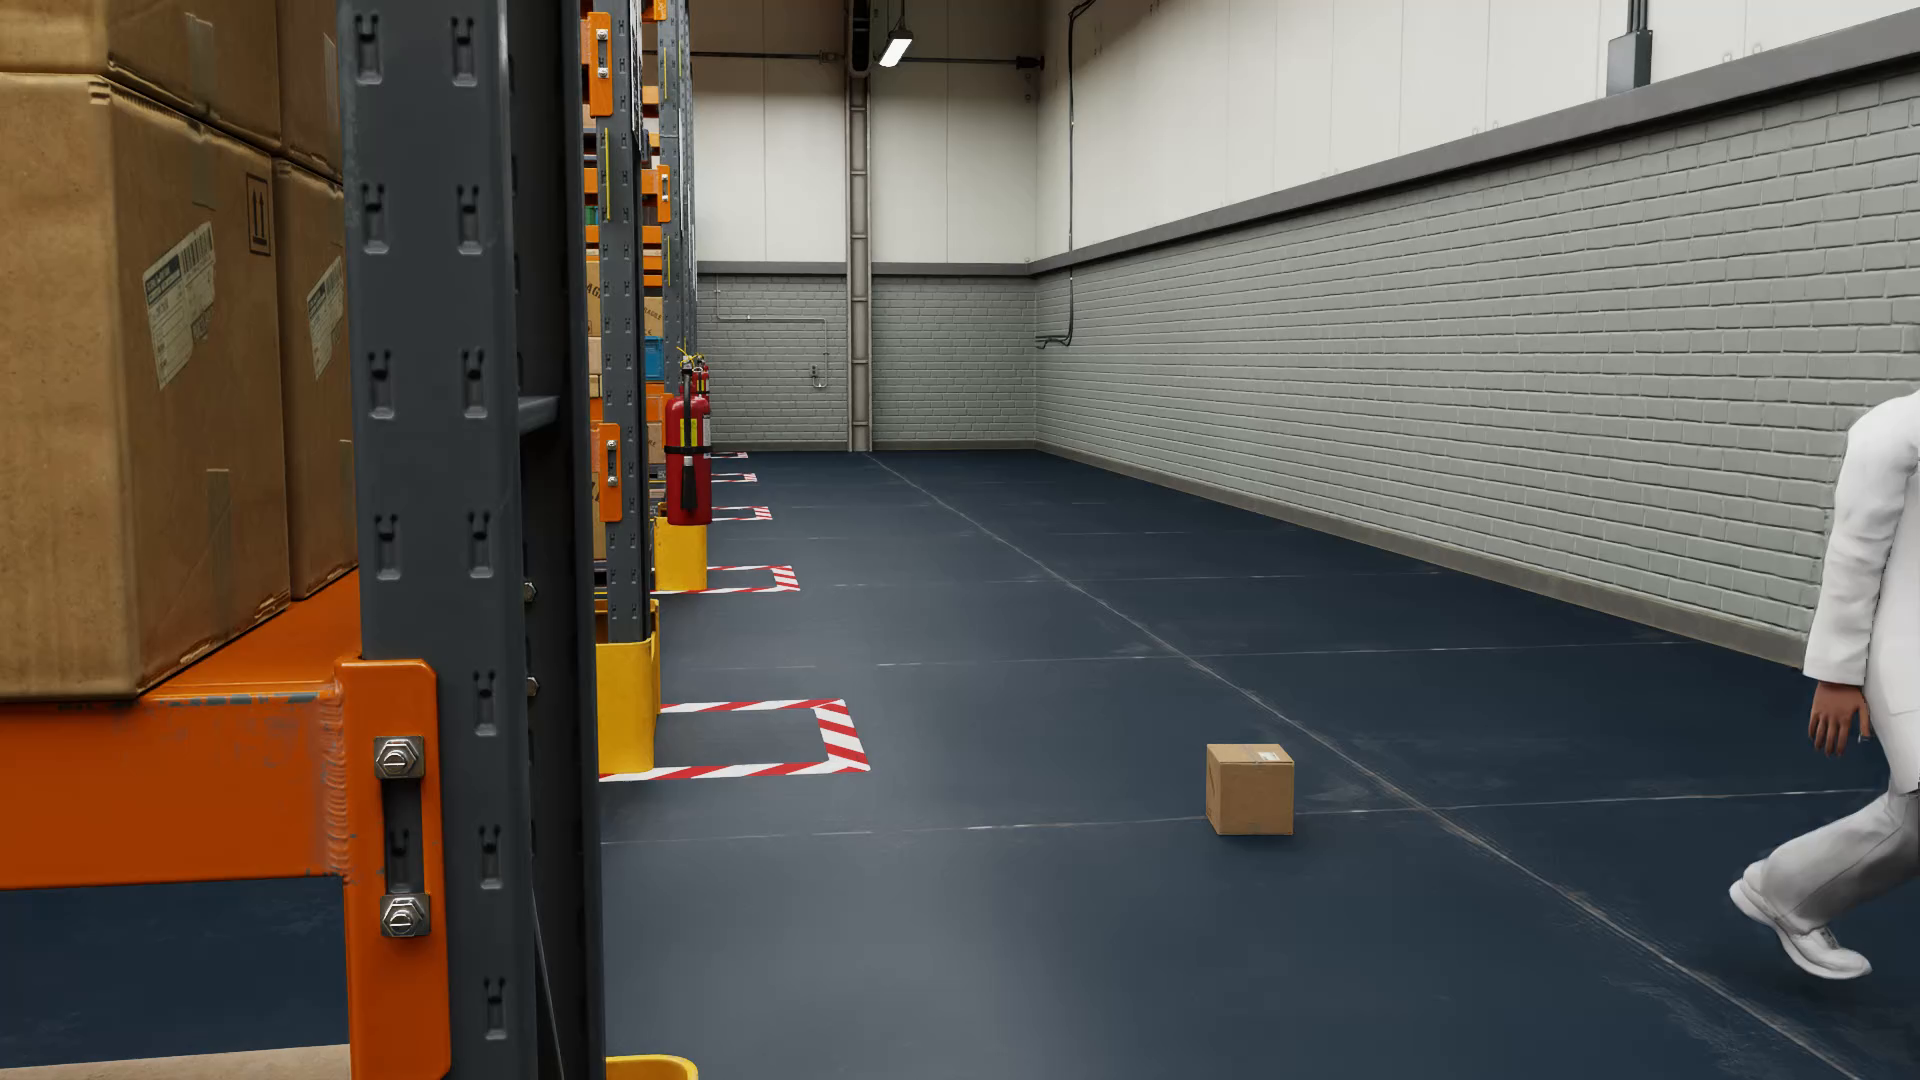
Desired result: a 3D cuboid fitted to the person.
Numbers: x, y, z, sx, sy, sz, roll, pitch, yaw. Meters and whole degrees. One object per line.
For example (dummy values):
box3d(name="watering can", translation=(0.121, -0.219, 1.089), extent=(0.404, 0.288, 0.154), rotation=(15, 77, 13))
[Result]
box3d(name="person", translation=(2.189, 0.288, 3.698), extent=(0.595, 1.734, 1.089), rotation=(-3, 7, -26))
